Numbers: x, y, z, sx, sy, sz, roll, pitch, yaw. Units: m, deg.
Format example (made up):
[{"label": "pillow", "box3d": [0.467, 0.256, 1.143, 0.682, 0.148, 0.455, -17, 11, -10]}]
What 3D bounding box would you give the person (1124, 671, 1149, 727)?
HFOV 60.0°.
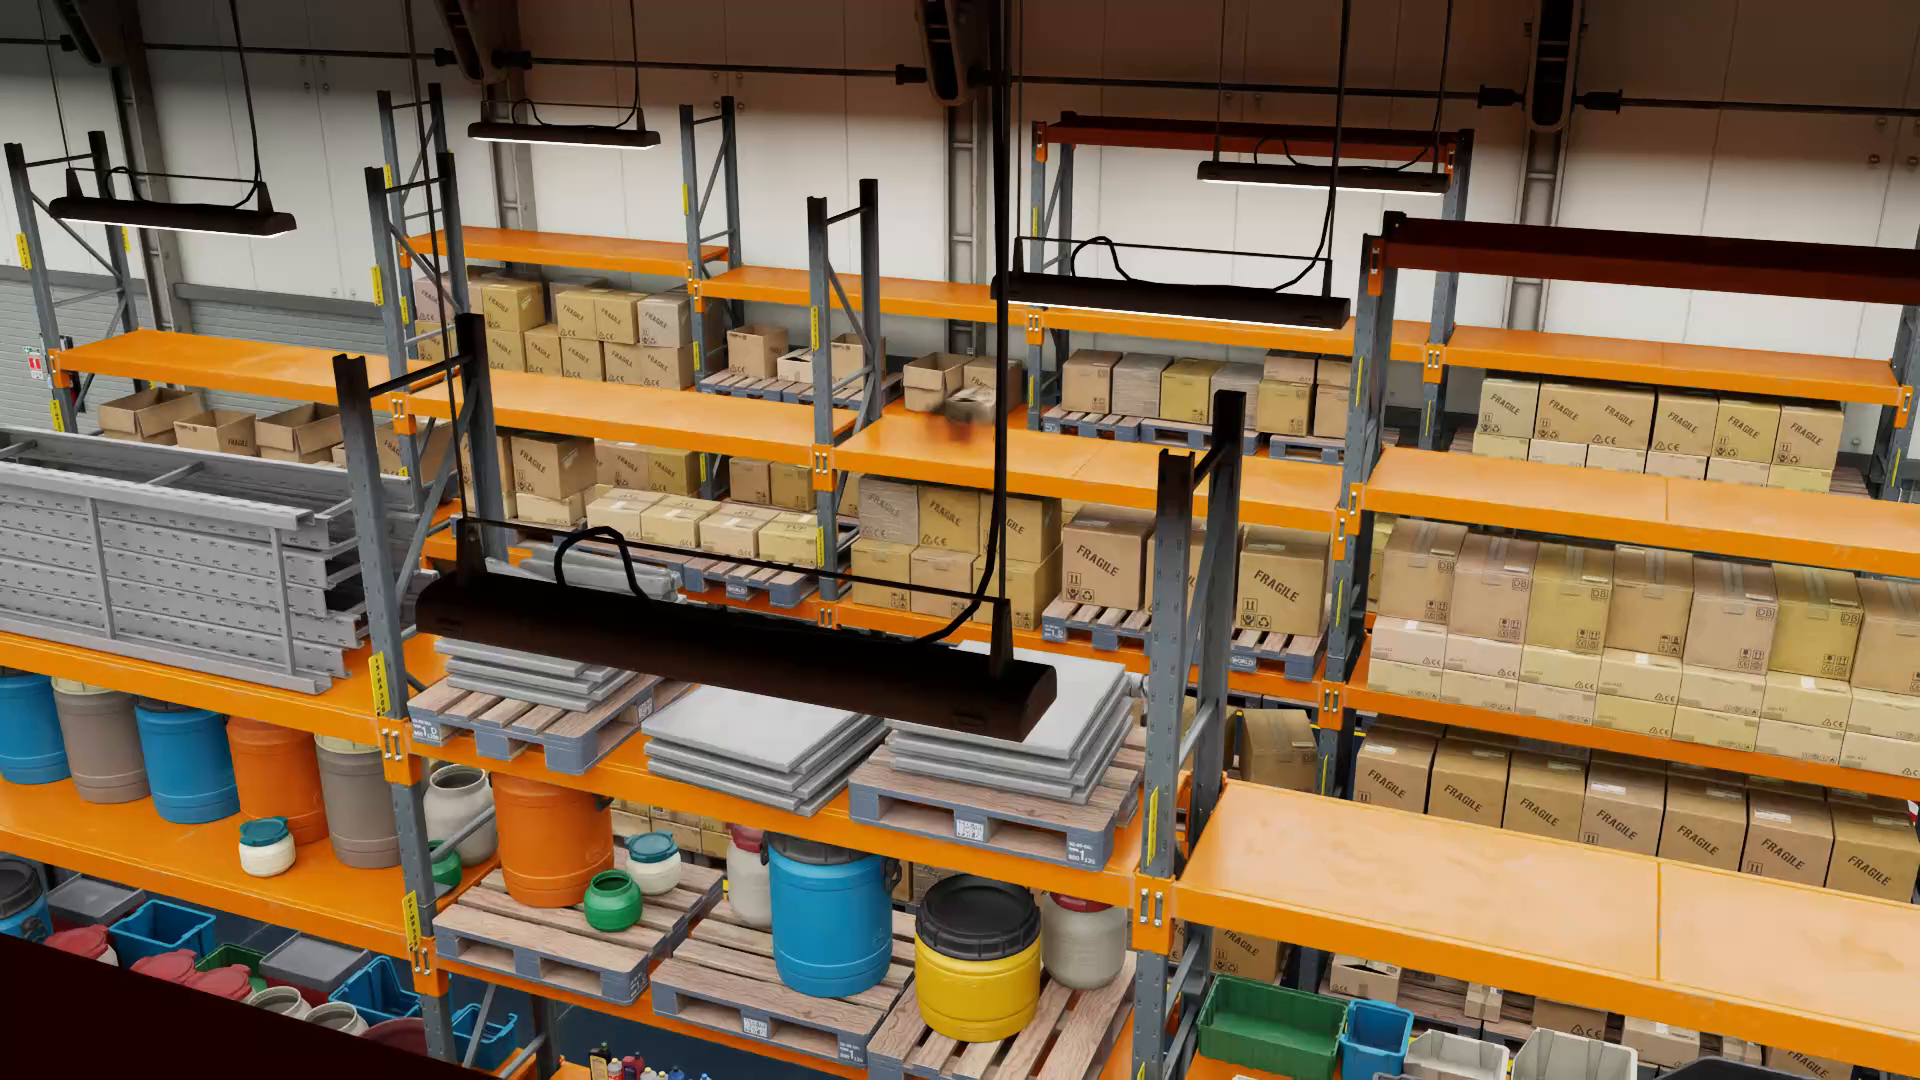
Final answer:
[{"label": "person", "box3d": [1.629, 1.637, 15.733, 0.506, 1.700, 0.576, 8, 22, 20]}]
